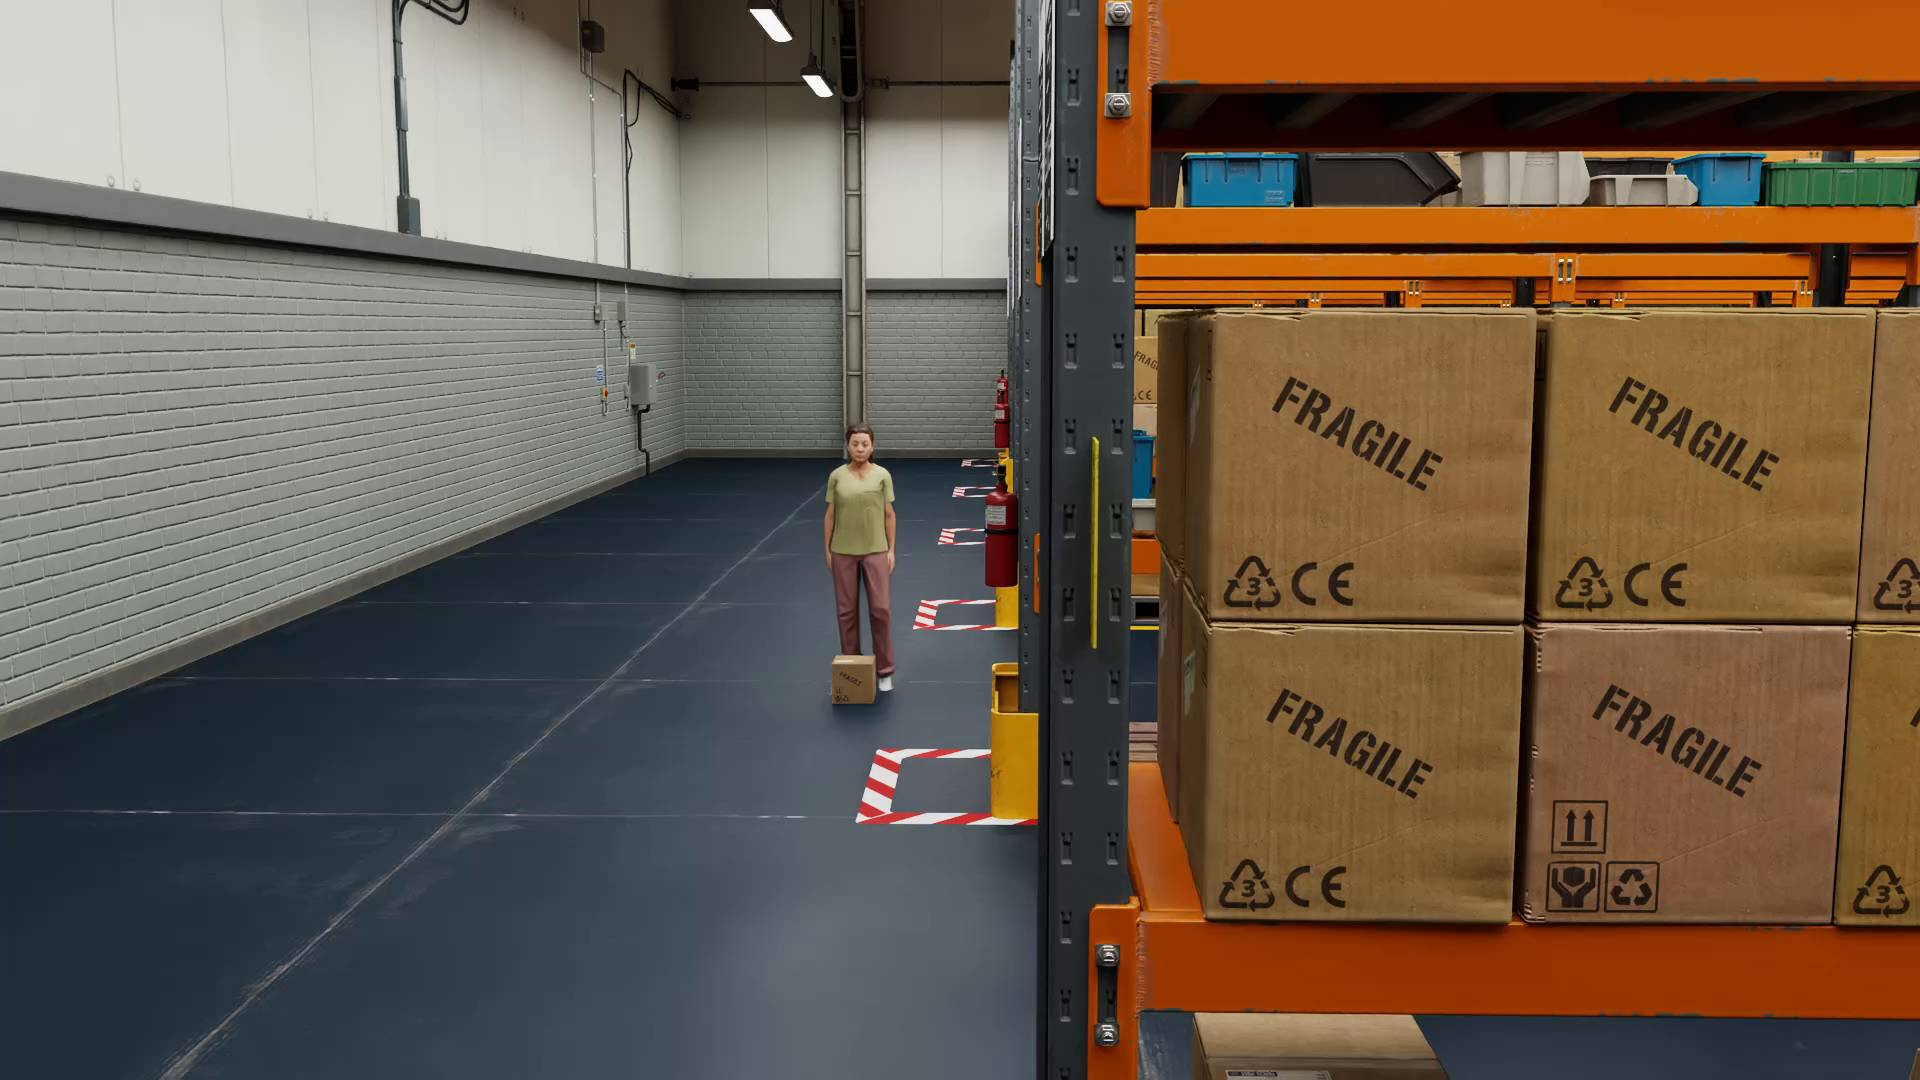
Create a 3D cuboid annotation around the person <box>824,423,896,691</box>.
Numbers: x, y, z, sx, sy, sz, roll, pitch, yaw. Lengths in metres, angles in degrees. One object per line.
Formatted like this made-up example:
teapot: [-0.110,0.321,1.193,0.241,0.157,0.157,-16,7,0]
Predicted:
person: [-0.638,0.113,10.559,0.455,1.707,0.413,0,7,1]
